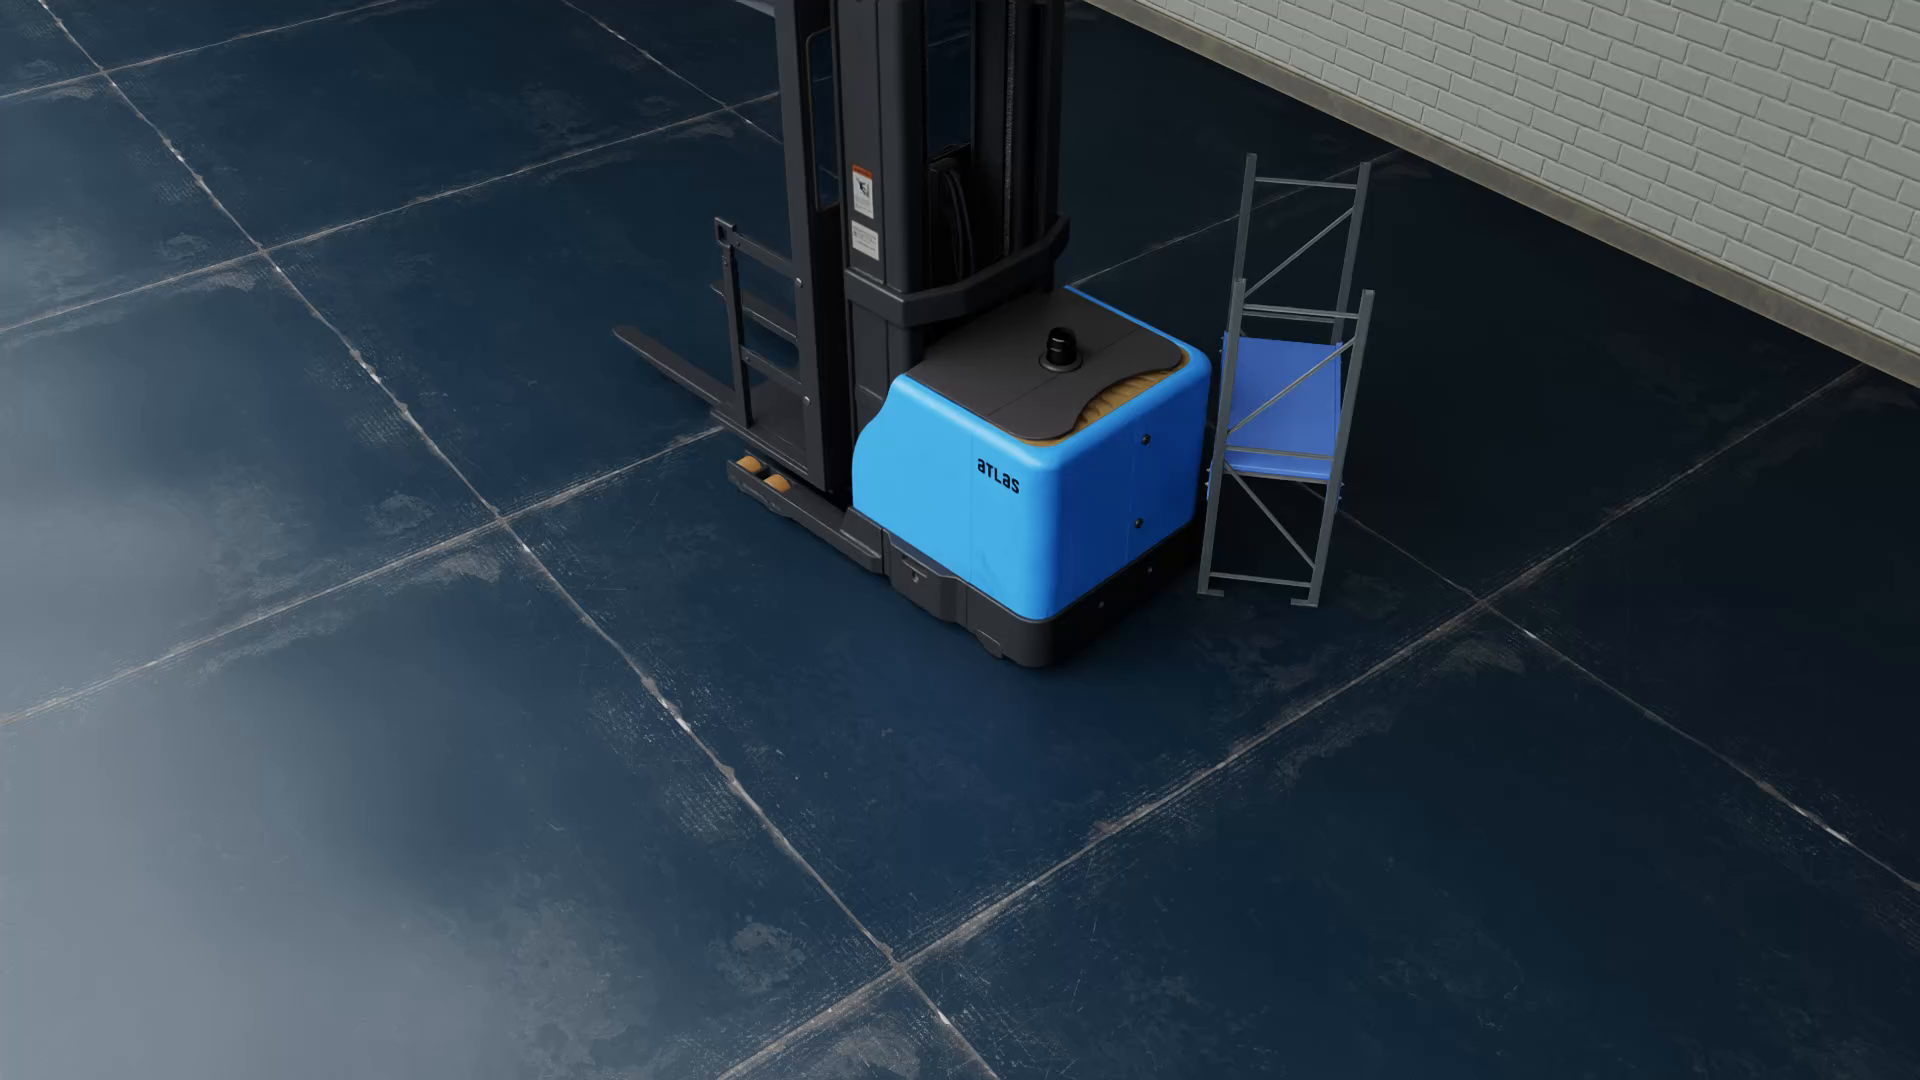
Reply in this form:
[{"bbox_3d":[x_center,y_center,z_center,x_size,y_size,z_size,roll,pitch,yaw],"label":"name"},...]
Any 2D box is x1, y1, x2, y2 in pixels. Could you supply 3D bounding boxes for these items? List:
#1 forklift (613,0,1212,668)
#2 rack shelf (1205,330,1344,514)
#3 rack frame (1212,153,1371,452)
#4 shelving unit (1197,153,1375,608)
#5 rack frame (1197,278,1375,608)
[{"bbox_3d":[-0.402,-1.463,6.722,1.130,2.935,3.031,-32,49,-33],"label":"forklift"},{"bbox_3d":[1.332,-0.514,6.978,0.538,0.185,1.000,6,40,8],"label":"rack shelf"},{"bbox_3d":[1.421,-0.971,7.251,0.500,1.500,0.032,6,40,8],"label":"rack frame"},{"bbox_3d":[1.332,-0.654,6.864,0.538,1.500,1.048,6,40,8],"label":"shelving unit"},{"bbox_3d":[1.243,-0.336,6.477,0.500,1.500,0.032,6,40,8],"label":"rack frame"}]
